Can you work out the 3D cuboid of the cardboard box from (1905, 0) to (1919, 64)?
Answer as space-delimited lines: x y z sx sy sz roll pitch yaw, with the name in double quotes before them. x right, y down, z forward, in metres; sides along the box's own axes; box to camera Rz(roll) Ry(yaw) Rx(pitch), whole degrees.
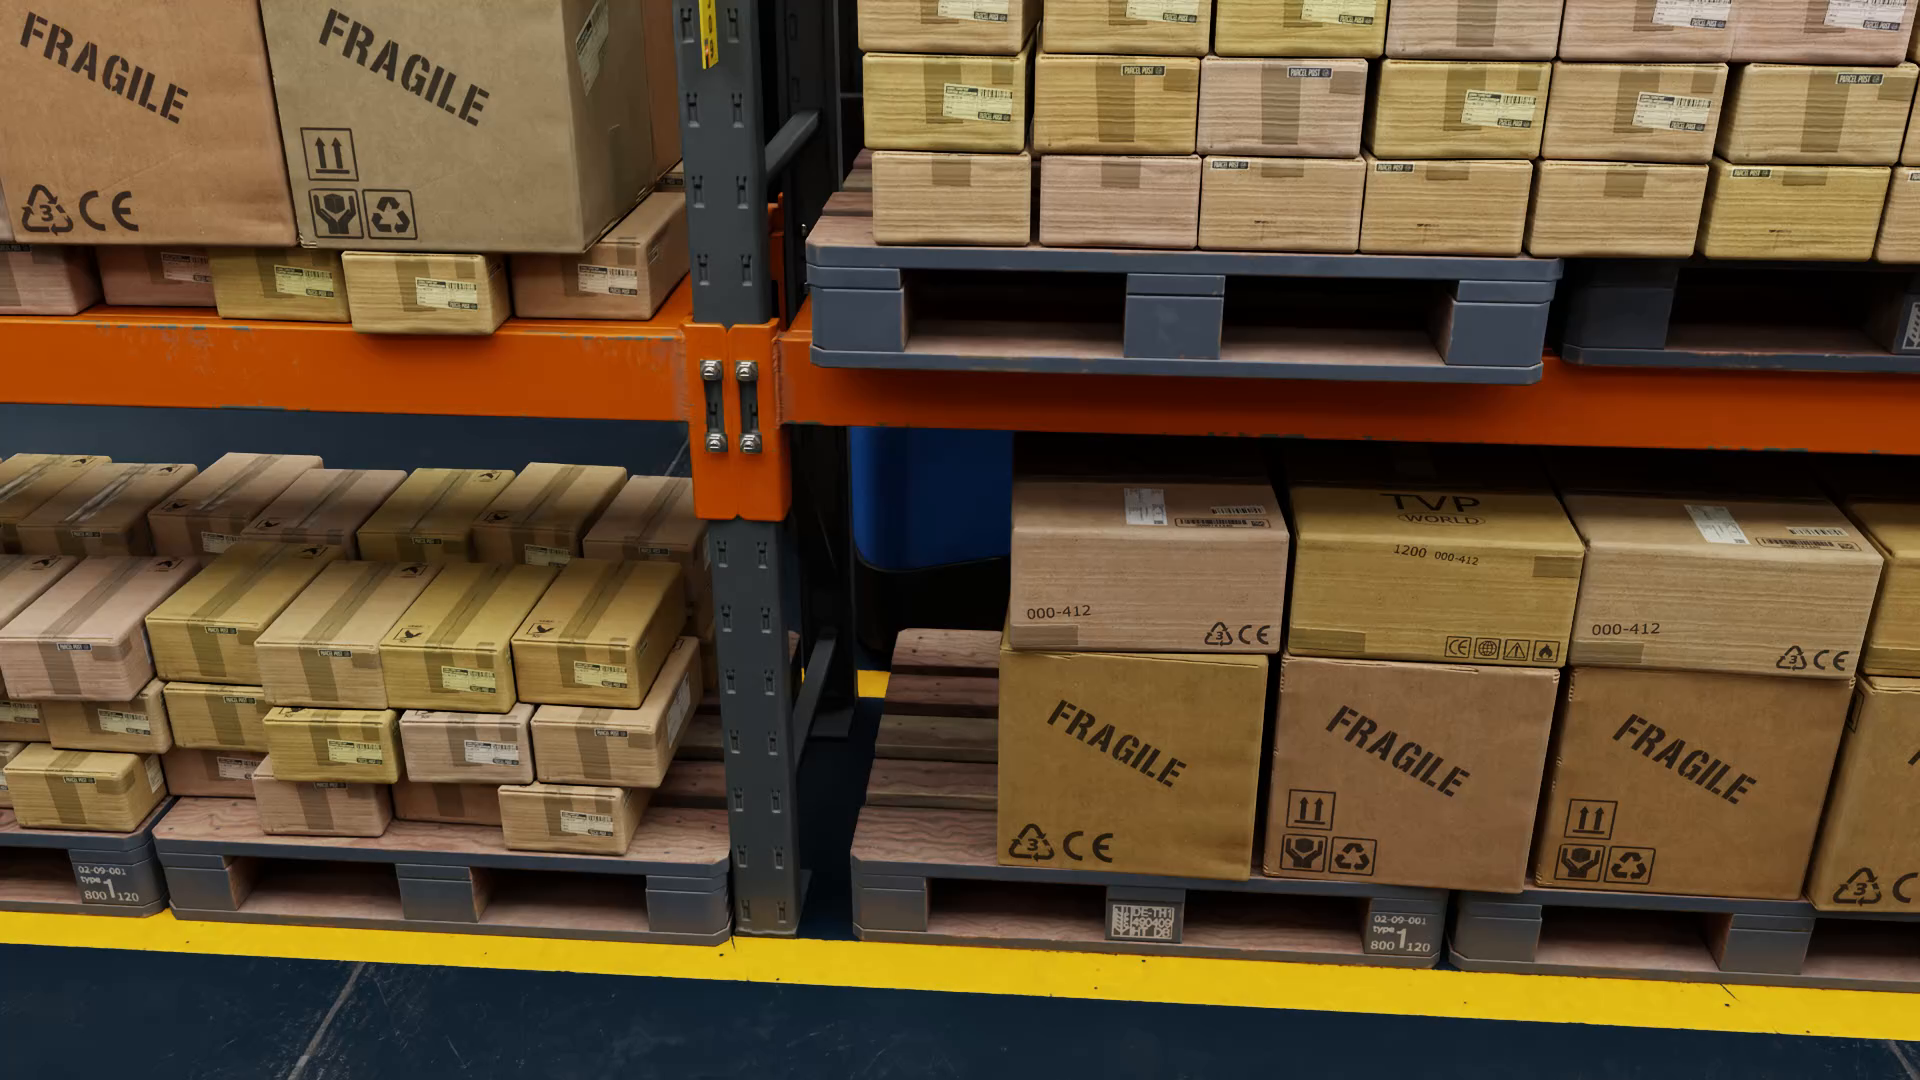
"cardboard box" 1.550 -0.839 2.571 0.250 0.149 0.380 3 25 6

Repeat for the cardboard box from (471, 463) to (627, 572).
"cardboard box" -0.964 -0.041 3.947 0.250 0.149 0.380 3 25 7

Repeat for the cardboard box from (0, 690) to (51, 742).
"cardboard box" -2.007 0.277 3.613 0.250 0.149 0.380 1 25 1

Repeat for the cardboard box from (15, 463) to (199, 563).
"cardboard box" -2.007 -0.044 3.954 0.250 0.149 0.380 1 25 2

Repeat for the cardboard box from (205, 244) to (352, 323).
"cardboard box" -1.196 -0.538 3.131 0.250 0.149 0.380 3 25 6

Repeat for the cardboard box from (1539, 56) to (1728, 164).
"cardboard box" 1.036 -0.720 2.670 0.250 0.149 0.380 3 25 6

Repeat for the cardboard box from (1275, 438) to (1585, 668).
"cardboard box" 0.882 0.010 3.232 0.500 0.250 0.500 3 25 5

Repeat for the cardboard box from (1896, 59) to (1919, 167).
"cardboard box" 1.551 -0.703 2.631 0.250 0.149 0.380 1 25 3

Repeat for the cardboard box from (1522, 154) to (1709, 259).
"cardboard box" 1.021 -0.584 2.729 0.250 0.149 0.380 1 25 2

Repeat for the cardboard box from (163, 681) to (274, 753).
"cardboard box" -1.486 0.294 3.576 0.250 0.149 0.380 2 25 4

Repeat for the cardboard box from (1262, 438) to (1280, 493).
"cardboard box" 0.907 -0.200 3.687 0.500 0.250 0.500 3 25 6

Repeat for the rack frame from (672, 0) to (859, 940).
"rack frame" -0.366 -0.744 3.279 0.127 3.000 1.000 2 25 4

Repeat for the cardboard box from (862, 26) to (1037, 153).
"cardboard box" -0.008 -0.752 2.738 0.250 0.149 0.380 2 25 5

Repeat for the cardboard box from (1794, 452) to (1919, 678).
"cardboard box" 1.910 0.041 3.164 0.500 0.250 0.500 2 25 5

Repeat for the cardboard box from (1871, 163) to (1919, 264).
"cardboard box" 1.545 -0.568 2.694 0.250 0.149 0.380 1 25 2

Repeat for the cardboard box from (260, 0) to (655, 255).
"cardboard box" -0.870 -0.823 2.974 0.500 0.500 0.500 2 25 4

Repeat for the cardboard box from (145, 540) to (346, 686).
"cardboard box" -1.500 0.149 3.533 0.250 0.149 0.380 3 25 6

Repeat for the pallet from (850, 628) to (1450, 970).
"pallet" 0.410 0.547 3.809 1.213 0.211 1.003 2 25 4

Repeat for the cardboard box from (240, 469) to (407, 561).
"cardboard box" -1.481 -0.028 3.918 0.250 0.149 0.380 1 25 3

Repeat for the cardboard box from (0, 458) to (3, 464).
"cardboard box" -2.513 -0.065 3.999 0.250 0.149 0.380 1 25 2

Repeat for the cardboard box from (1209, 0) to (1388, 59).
"cardboard box" 0.525 -0.871 2.641 0.250 0.149 0.380 2 25 4

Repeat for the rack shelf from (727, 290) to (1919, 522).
"rack shelf" 1.628 -0.354 3.290 4.000 0.370 1.077 2 25 4

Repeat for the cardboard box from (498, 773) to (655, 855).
"cardboard box" -0.783 0.489 3.506 0.250 0.149 0.380 2 25 5

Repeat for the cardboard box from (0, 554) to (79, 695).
"cardboard box" -2.047 0.176 3.476 0.250 0.149 0.380 1 25 2

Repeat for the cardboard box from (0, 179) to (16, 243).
"cardboard box" -1.883 -0.856 3.047 0.500 0.500 0.500 2 25 4

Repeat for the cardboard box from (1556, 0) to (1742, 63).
"cardboard box" 1.029 -0.854 2.605 0.250 0.149 0.380 2 25 4

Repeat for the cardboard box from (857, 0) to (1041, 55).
"cardboard box" -0.008 -0.887 2.676 0.250 0.149 0.380 3 25 7

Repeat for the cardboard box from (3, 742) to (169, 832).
"cardboard box" -1.815 0.456 3.578 0.250 0.149 0.380 2 25 4

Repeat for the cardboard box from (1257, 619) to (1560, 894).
"cardboard box" 0.878 0.351 3.387 0.500 0.500 0.500 3 25 6

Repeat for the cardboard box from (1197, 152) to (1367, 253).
"cardboard box" 0.517 -0.601 2.765 0.250 0.149 0.380 2 25 4

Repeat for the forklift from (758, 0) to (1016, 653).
"forklift" -0.221 -1.622 5.269 1.130 2.935 3.031 -8 26 -17

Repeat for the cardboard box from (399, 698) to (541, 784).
"cardboard box" -0.975 0.344 3.467 0.250 0.149 0.380 1 25 1

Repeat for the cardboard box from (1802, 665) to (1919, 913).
"cardboard box" 1.900 0.388 3.306 0.500 0.500 0.500 1 25 2

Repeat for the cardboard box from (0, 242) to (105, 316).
"cardboard box" -1.724 -0.553 3.163 0.250 0.149 0.380 1 25 2

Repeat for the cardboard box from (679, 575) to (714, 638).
"cardboard box" -0.703 0.080 4.040 0.250 0.149 0.380 3 25 6

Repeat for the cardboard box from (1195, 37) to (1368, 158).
"cardboard box" 0.507 -0.736 2.704 0.250 0.149 0.380 2 25 5

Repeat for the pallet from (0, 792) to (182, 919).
"pallet" -2.258 0.478 3.959 1.213 0.211 1.003 2 25 4

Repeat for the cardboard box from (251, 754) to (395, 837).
"cardboard box" -1.304 0.465 3.560 0.250 0.149 0.380 1 25 2

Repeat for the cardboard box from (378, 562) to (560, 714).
"cardboard box" -0.998 0.195 3.434 0.250 0.149 0.380 2 25 5

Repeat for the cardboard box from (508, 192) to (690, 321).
"cardboard box" -0.669 -0.542 3.140 0.250 0.149 0.380 2 25 3

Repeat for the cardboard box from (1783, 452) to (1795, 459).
"cardboard box" 1.955 -0.173 3.627 0.500 0.250 0.500 2 25 4

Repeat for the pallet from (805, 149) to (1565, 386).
"pallet" 0.385 -0.572 3.134 1.213 0.211 1.003 2 25 4

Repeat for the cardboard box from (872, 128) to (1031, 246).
"cardboard box" -0.008 -0.617 2.800 0.250 0.149 0.380 1 25 1
